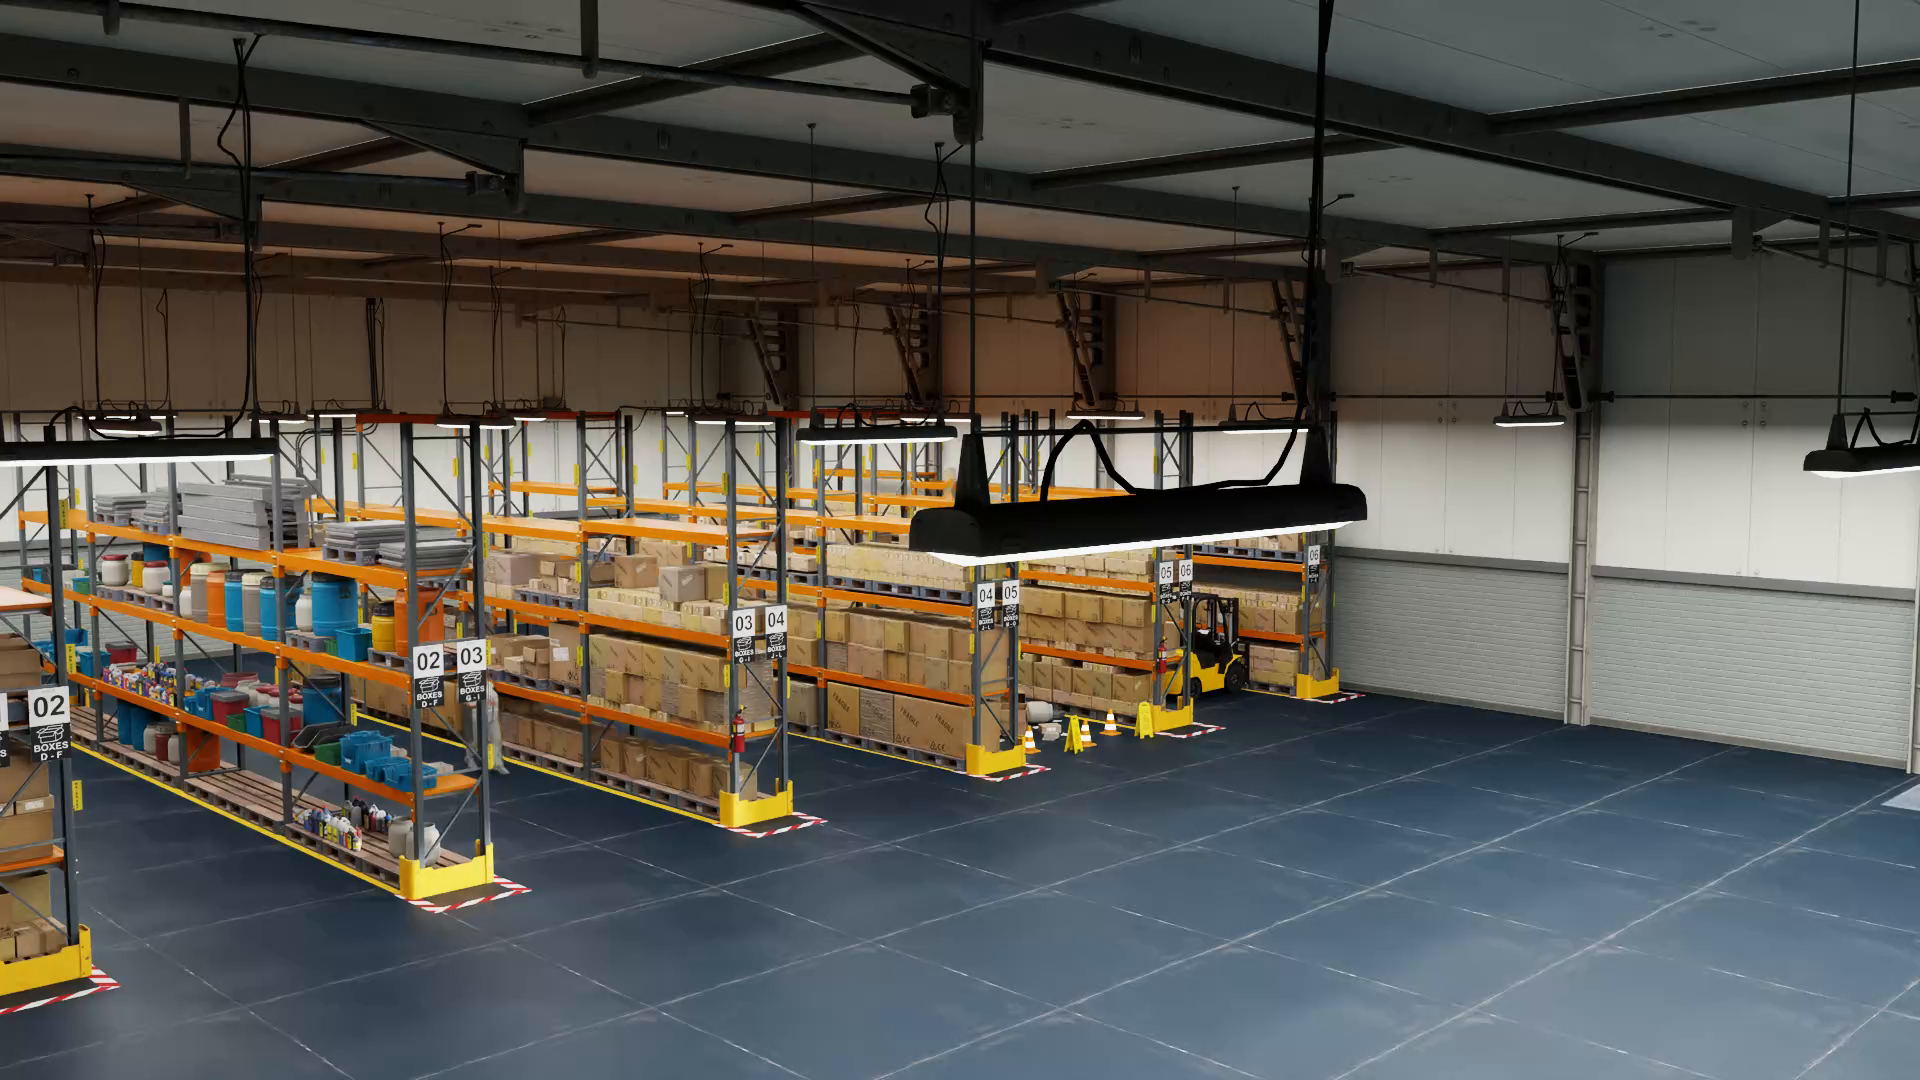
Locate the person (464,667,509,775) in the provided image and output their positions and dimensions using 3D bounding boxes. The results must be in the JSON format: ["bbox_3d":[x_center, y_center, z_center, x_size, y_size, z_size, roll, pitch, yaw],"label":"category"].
[{"bbox_3d":[-7.960,3.011,27.845,0.917,1.809,0.653,3,6,35],"label":"person"}]

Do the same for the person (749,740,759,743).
[{"bbox_3d":[-3.985,2.905,30.502,0.548,1.605,0.755,-5,7,-44],"label":"person"}]

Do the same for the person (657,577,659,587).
[{"bbox_3d":[-7.889,1.647,43.819,0.684,1.728,0.650,4,6,38],"label":"person"}]
